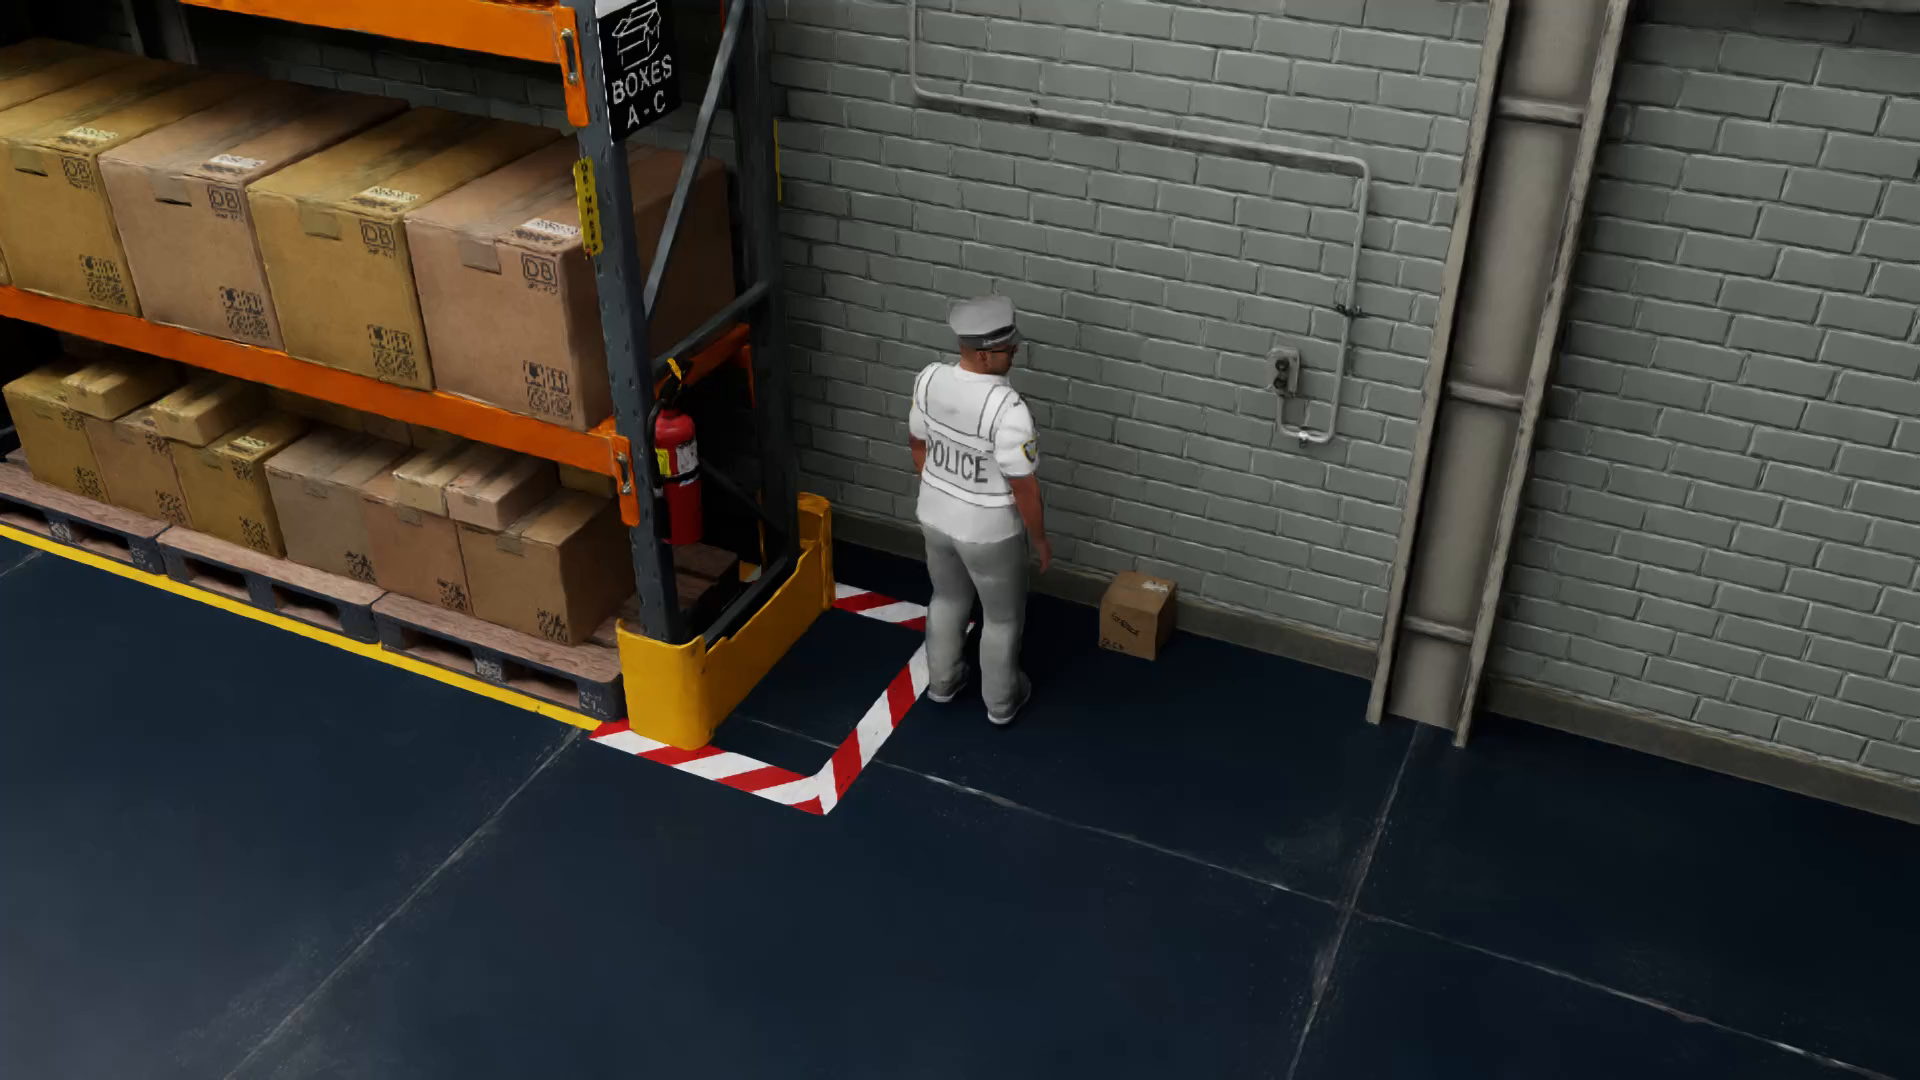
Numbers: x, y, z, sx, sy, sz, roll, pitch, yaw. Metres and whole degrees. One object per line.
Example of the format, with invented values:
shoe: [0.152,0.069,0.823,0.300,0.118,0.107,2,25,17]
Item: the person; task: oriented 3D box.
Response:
person: [0.085,-0.067,6.231,0.588,1.807,0.441,26,41,34]
